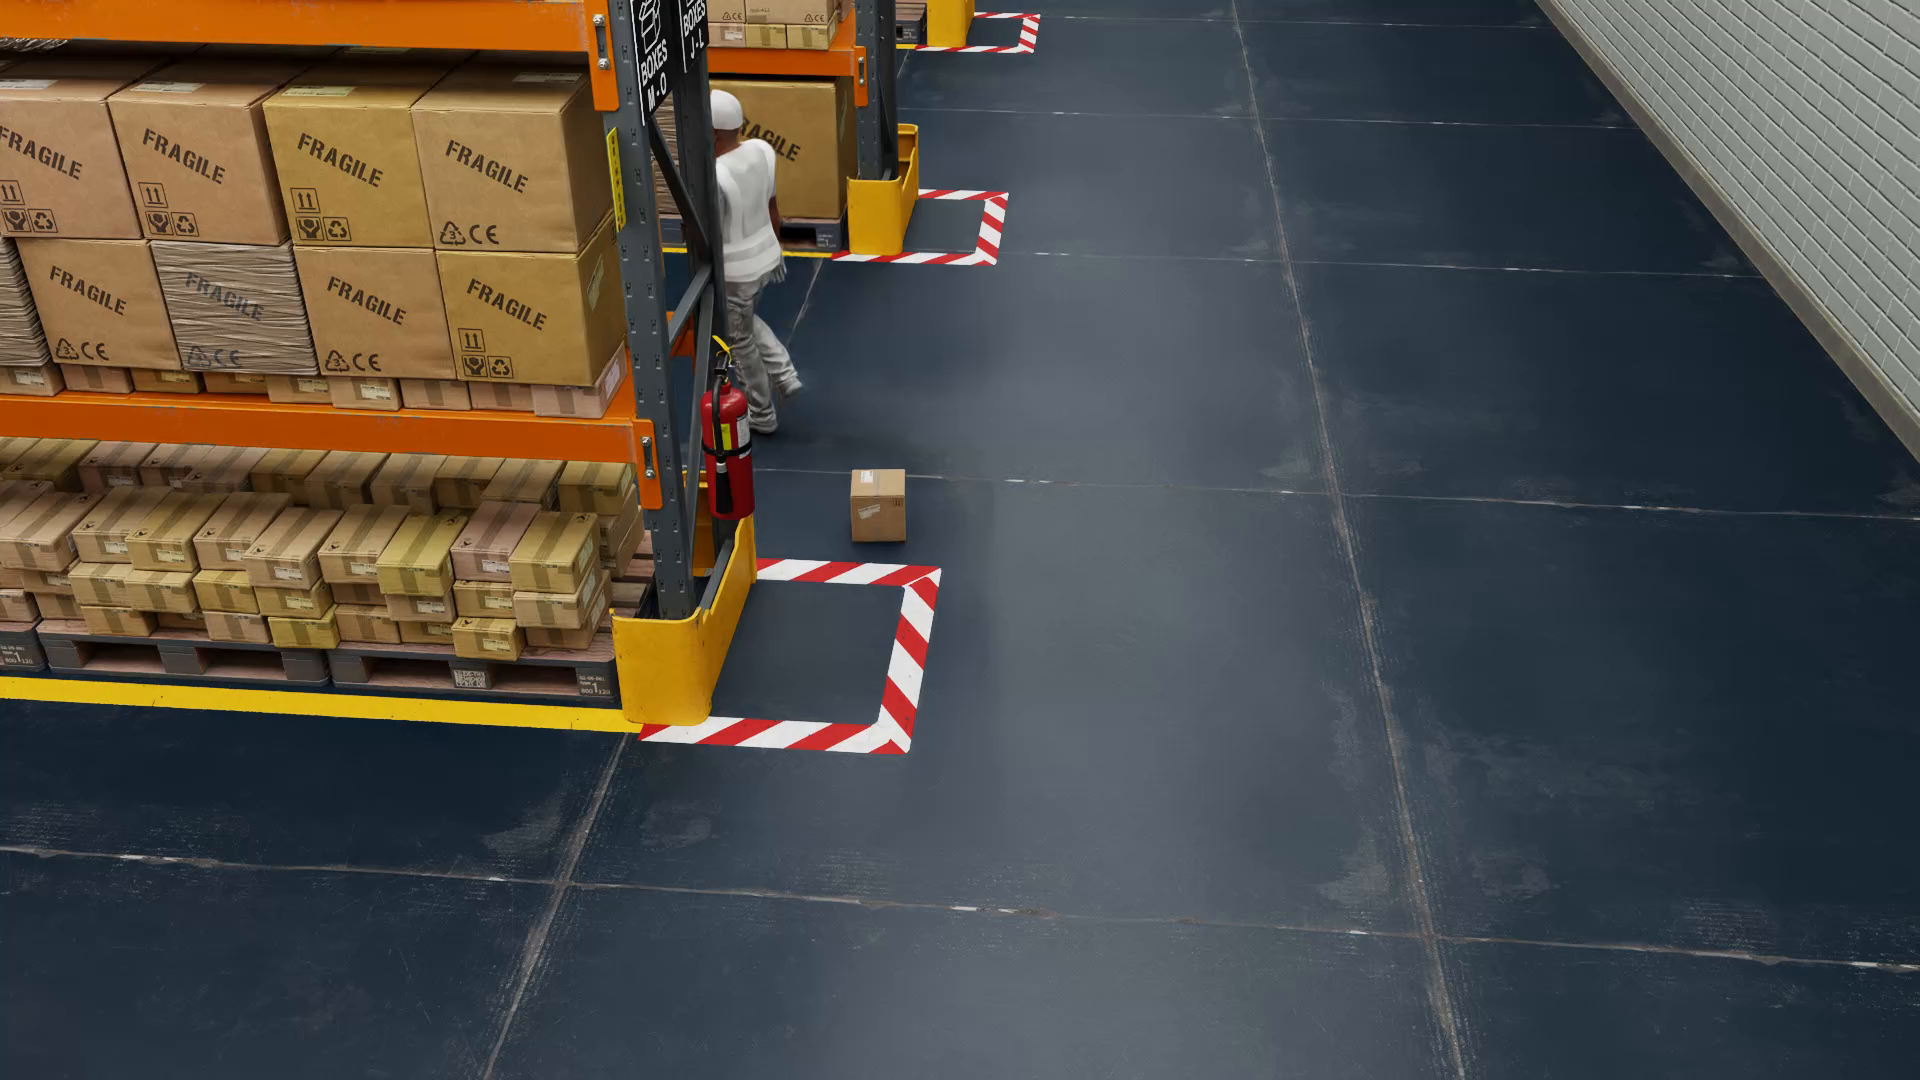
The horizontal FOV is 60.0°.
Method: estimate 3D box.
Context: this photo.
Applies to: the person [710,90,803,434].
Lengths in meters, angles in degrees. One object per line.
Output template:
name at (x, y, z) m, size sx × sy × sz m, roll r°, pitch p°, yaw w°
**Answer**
person at (-1.095, -1.348, 8.236) m, size 0.470 × 1.777 × 0.597 m, roll 15°, pitch 35°, yaw 23°
